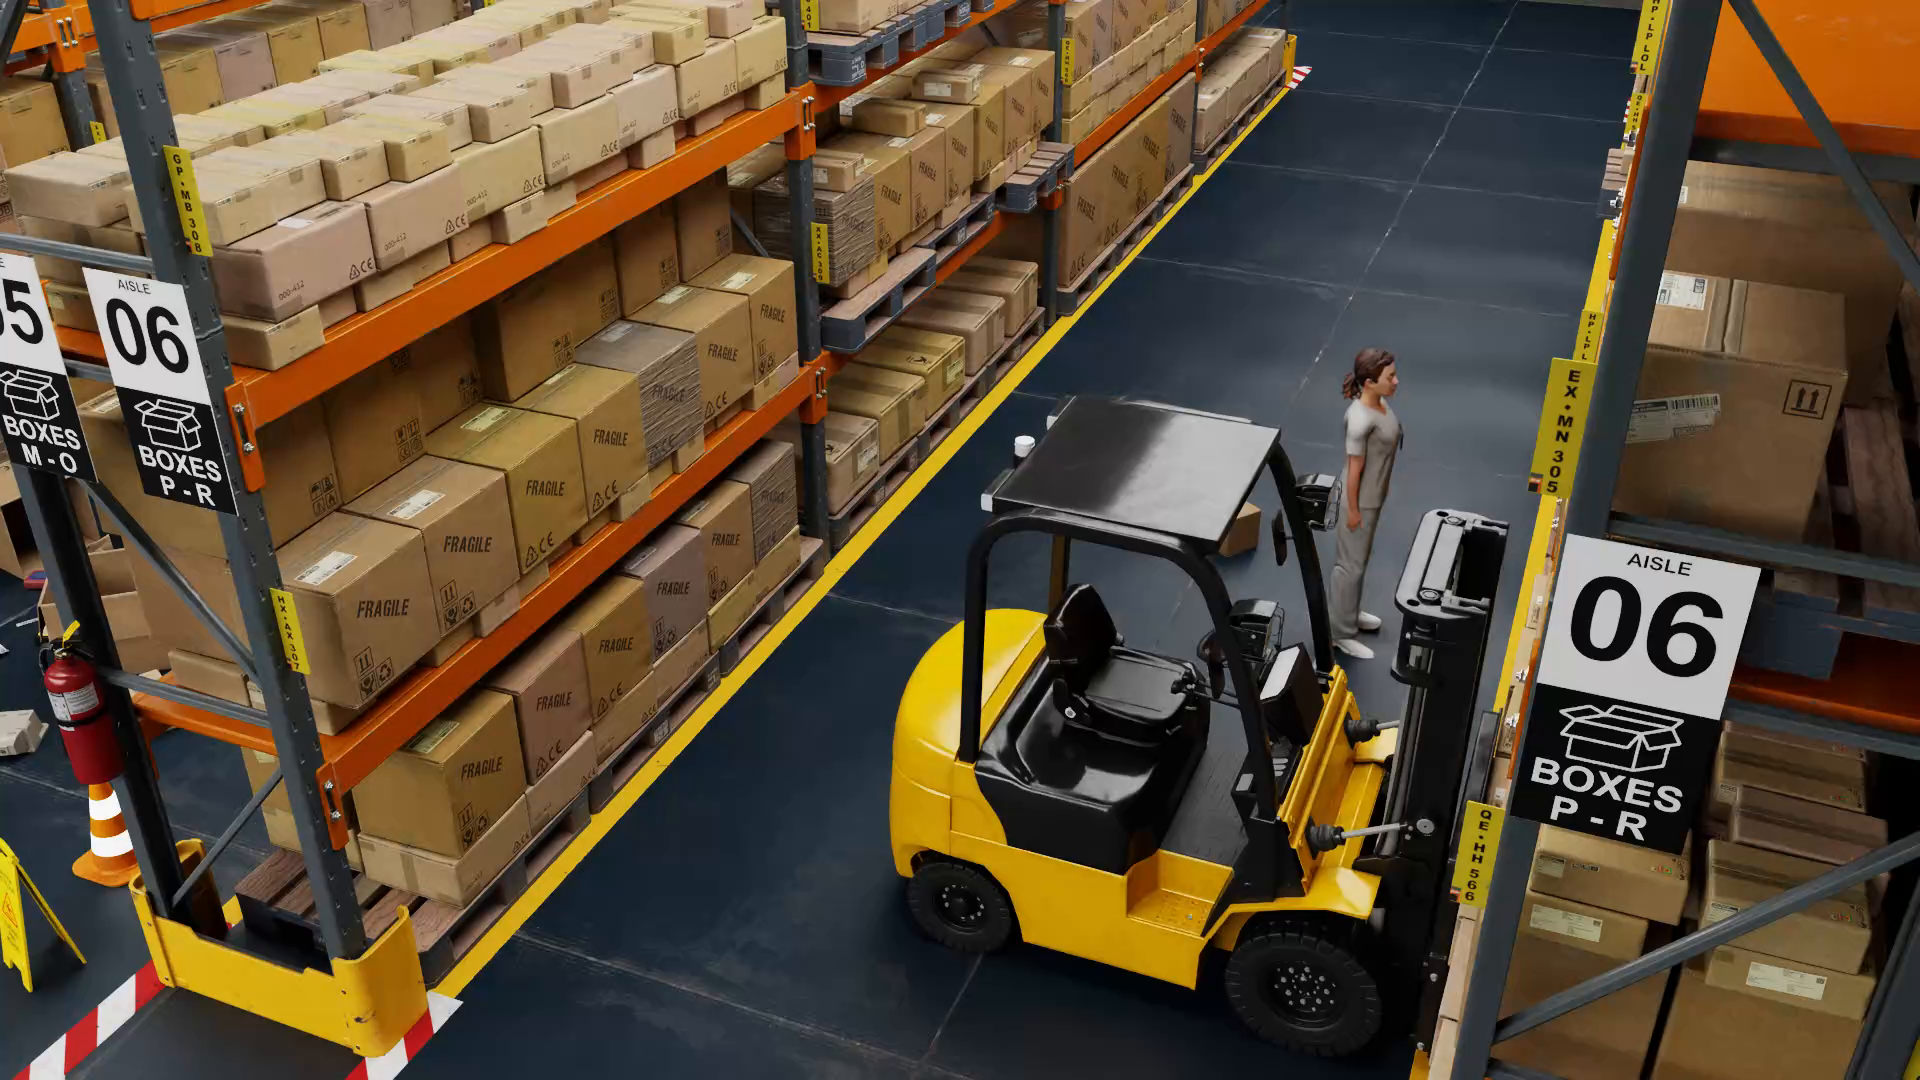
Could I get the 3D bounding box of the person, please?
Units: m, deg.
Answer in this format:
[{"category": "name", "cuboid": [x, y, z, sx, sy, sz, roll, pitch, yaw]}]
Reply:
[{"category": "person", "cuboid": [2.136, -0.202, 8.782, 0.375, 1.680, 0.443, 12, 32, 20]}]
